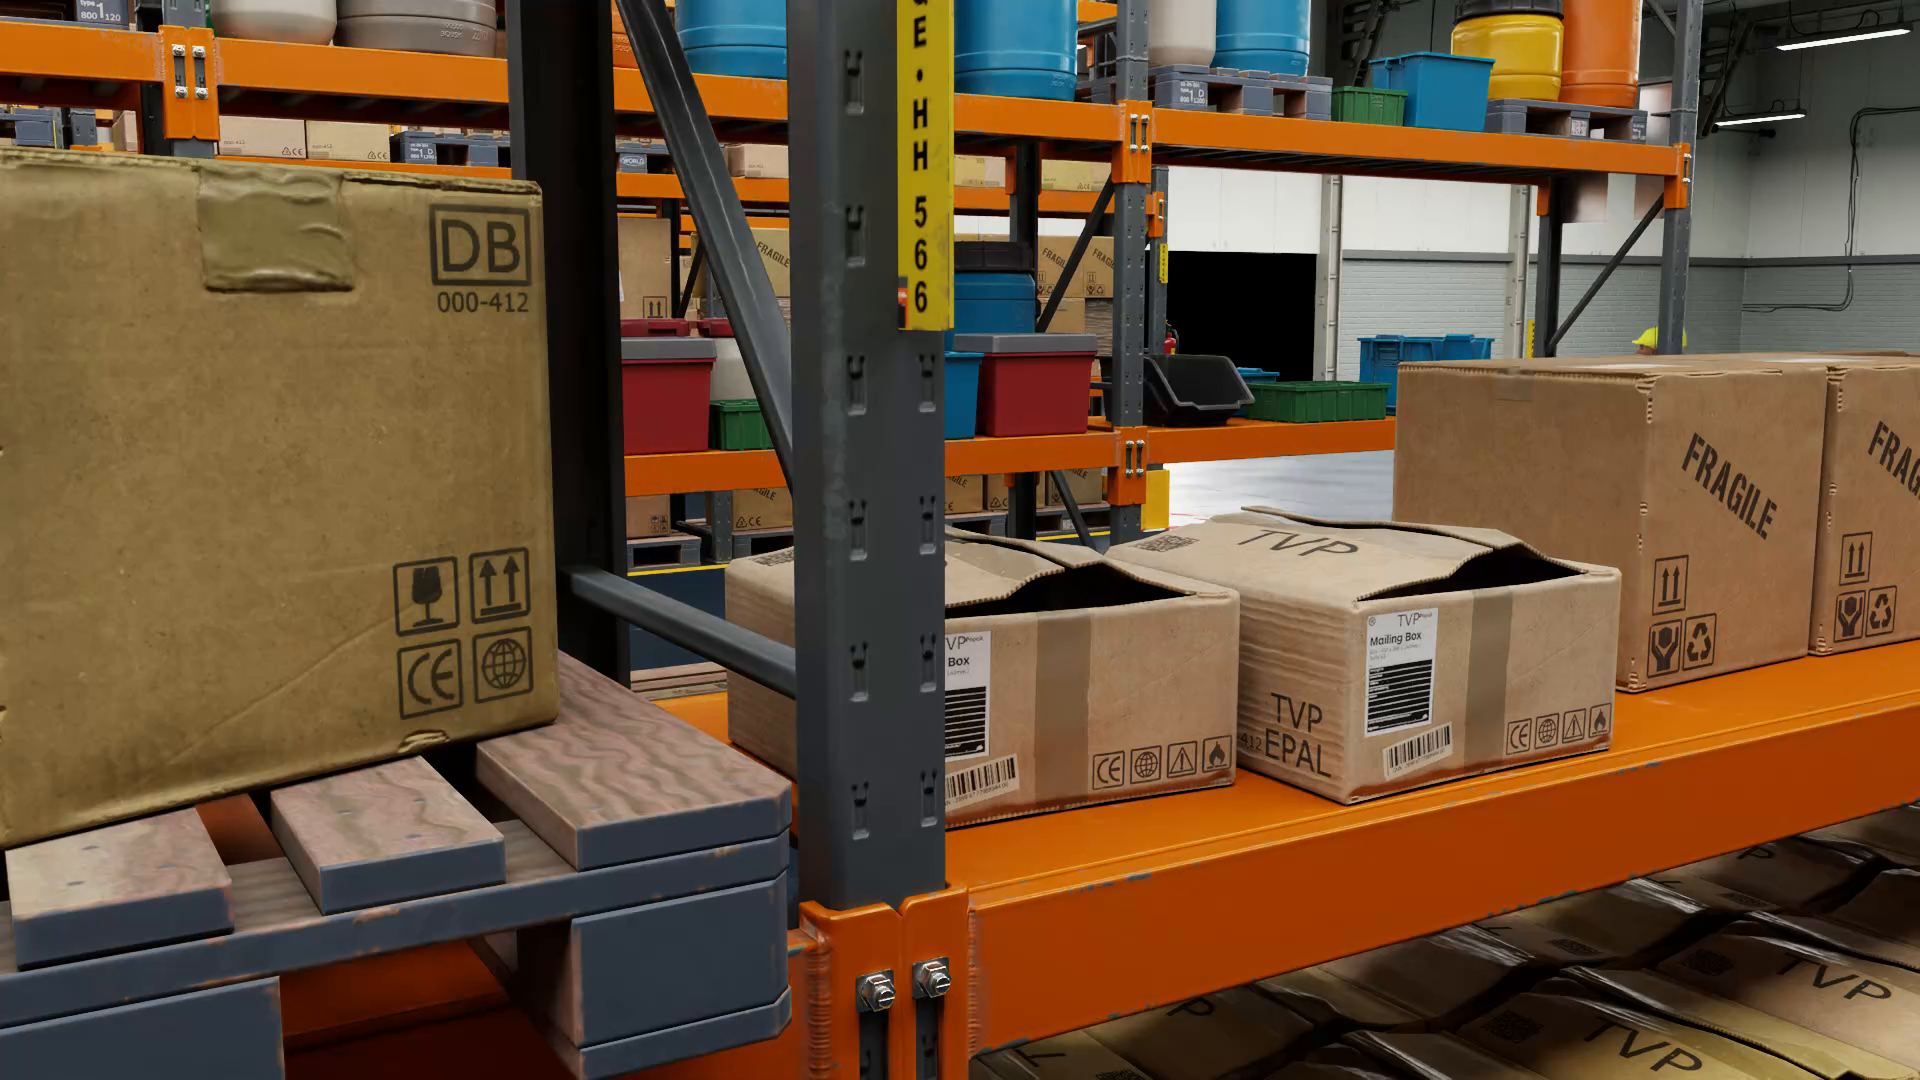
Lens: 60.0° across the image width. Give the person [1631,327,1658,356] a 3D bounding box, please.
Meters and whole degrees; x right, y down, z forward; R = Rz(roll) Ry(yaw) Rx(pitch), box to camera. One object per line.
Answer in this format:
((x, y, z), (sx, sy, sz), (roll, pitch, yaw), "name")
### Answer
((4.712, -0.613, 11.520), (0.615, 1.718, 1.014), (-6, 10, -36), "person")
